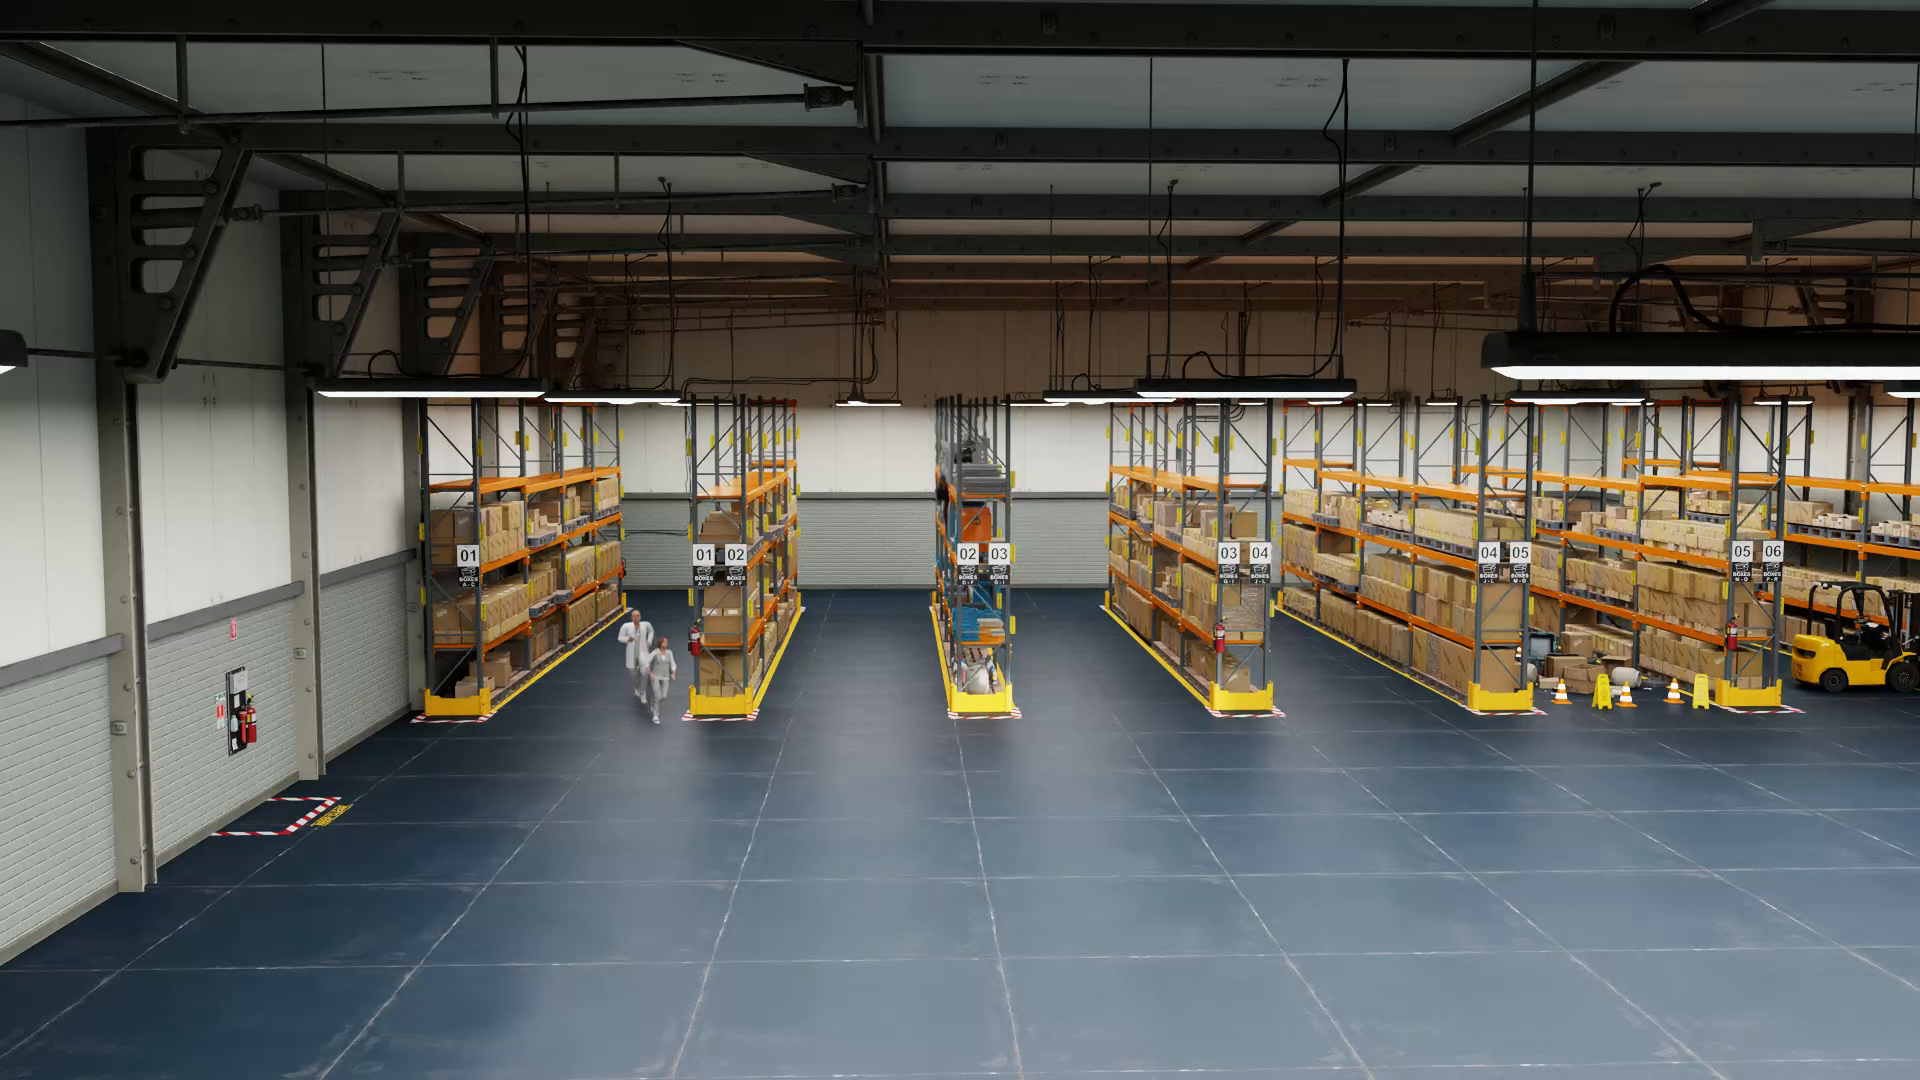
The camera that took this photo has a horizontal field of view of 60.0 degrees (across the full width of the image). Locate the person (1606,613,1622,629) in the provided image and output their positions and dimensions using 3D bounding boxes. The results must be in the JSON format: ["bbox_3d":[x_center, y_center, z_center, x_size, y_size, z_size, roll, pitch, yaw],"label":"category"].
[{"bbox_3d":[16.546,1.557,41.906,0.654,1.744,0.532,0,5,-4],"label":"person"}]

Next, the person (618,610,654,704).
[{"bbox_3d":[-6.365,2.283,32.682,0.681,1.836,0.896,-1,5,-9],"label":"person"}]

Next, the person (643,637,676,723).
[{"bbox_3d":[-5.523,2.556,30.584,0.598,1.560,0.510,-3,5,-30],"label":"person"}]

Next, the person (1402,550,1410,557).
[{"bbox_3d":[13.160,0.982,49.377,0.602,1.749,0.673,-1,5,-11],"label":"person"}]
